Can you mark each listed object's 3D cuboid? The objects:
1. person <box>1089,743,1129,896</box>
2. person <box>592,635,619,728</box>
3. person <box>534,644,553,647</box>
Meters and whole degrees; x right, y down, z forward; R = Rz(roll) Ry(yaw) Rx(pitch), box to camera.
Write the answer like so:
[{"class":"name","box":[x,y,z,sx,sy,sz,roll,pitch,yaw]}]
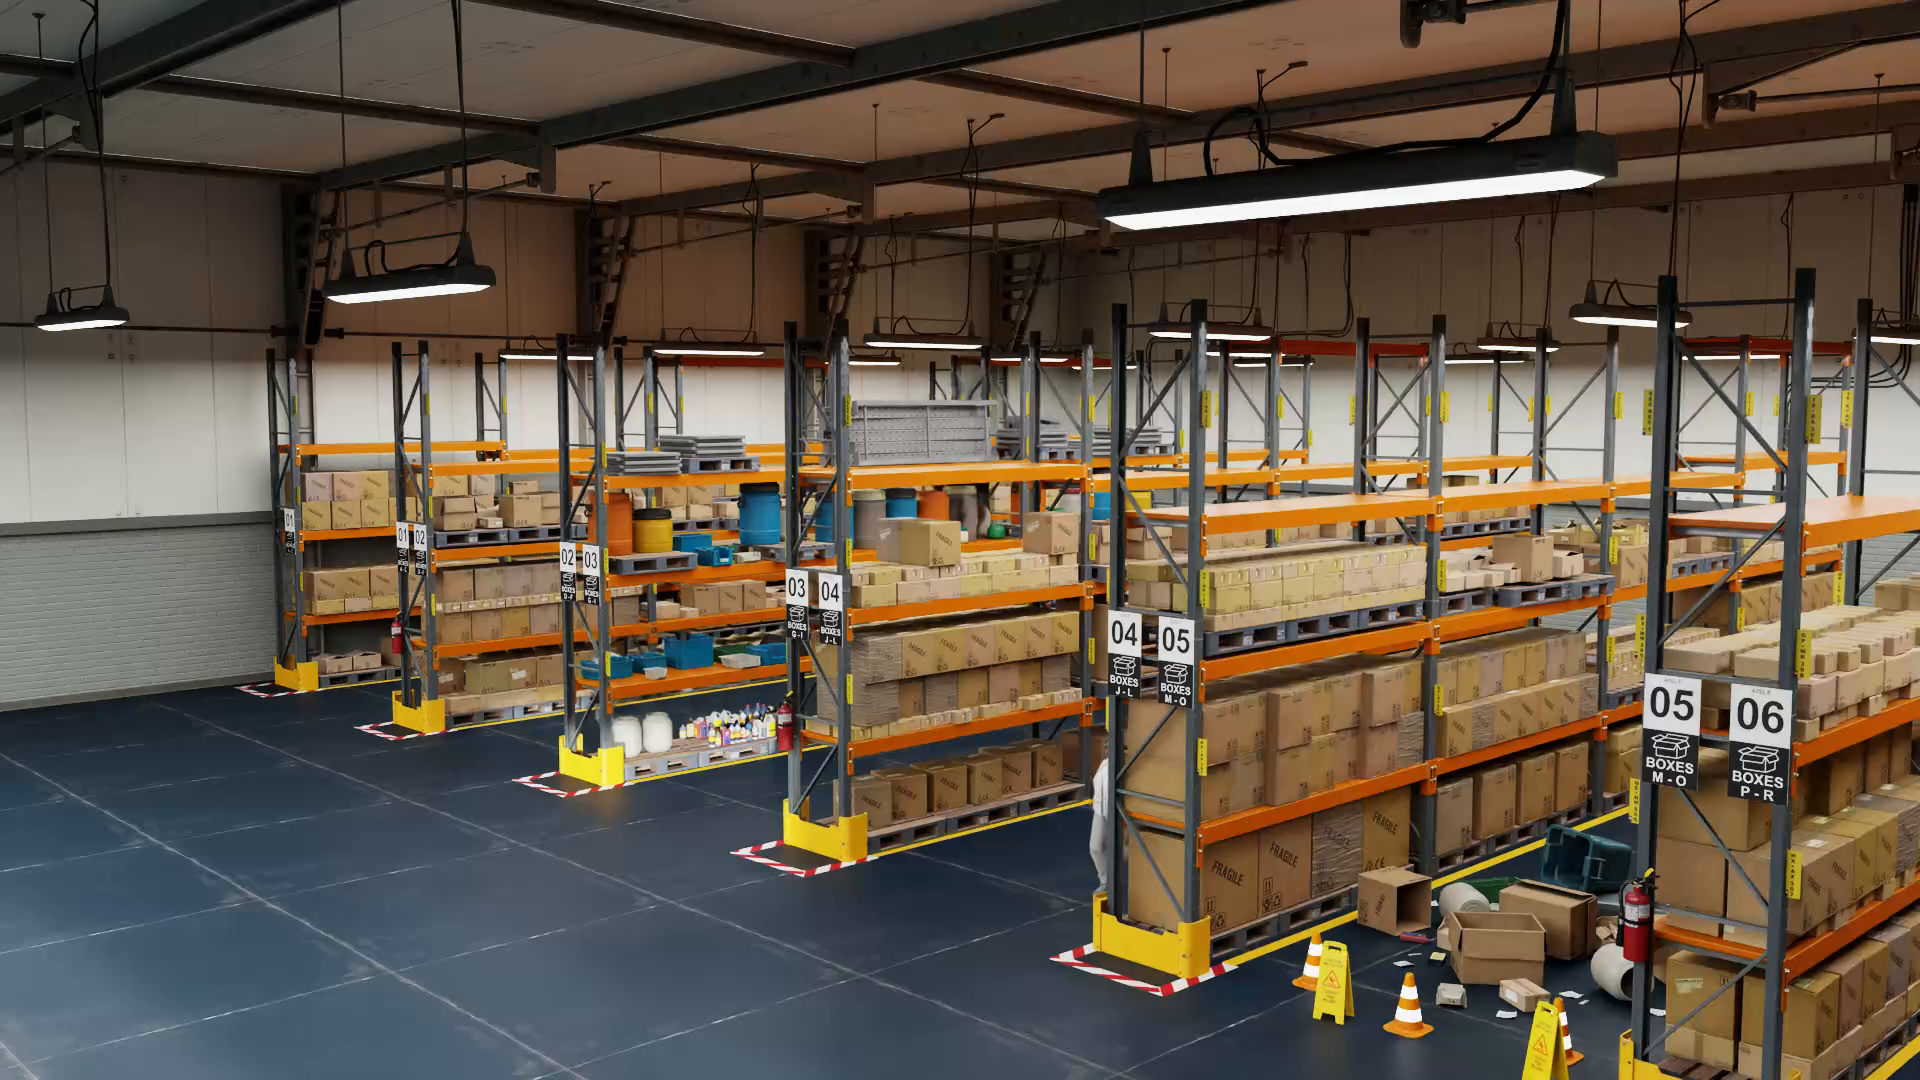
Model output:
[{"class":"person","box":[1.627,2.866,17.371,0.648,1.641,0.608,-5,7,-42]},{"class":"person","box":[-5.219,2.225,24.355,0.548,1.703,0.681,4,6,36]},{"class":"person","box":[-7.387,1.799,29.380,0.550,1.626,0.638,4,6,38]}]
